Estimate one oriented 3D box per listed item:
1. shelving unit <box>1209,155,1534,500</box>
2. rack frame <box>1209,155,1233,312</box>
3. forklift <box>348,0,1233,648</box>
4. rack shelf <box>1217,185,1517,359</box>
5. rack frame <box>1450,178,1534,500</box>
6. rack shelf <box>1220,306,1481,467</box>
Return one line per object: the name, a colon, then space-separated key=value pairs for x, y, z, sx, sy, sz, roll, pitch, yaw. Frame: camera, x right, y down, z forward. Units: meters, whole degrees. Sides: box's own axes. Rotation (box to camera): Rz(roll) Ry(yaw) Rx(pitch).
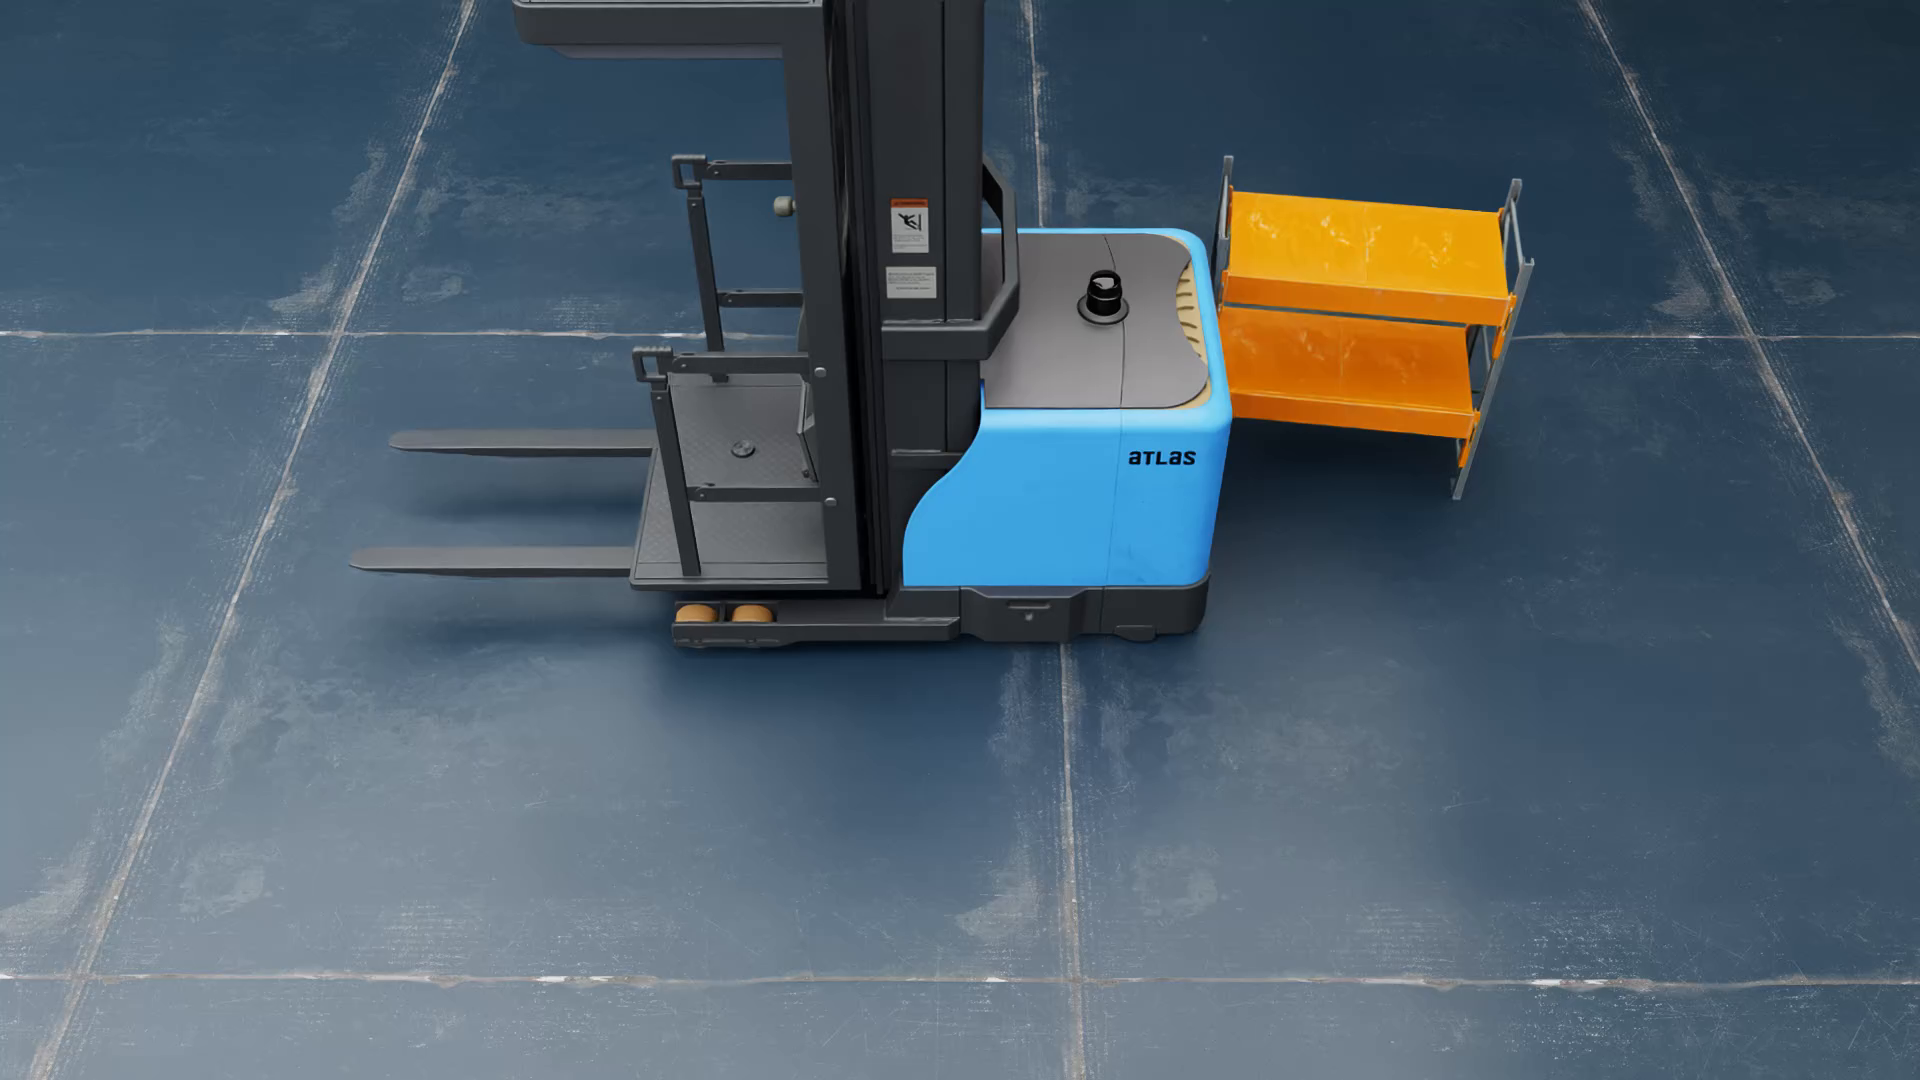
shelving unit: x=1.440 y=-0.772 z=6.200 sx=1.048 sy=1.125 sz=0.538 roll=6 pitch=47 yaw=5
rack frame: x=0.937 y=-0.824 z=6.248 sx=0.032 sy=1.125 sz=0.500 roll=6 pitch=47 yaw=5
forklift: x=-0.646 y=-1.004 z=5.182 sx=3.031 sy=2.935 sz=1.130 roll=0 pitch=47 yaw=0
rack shelf: x=1.440 y=-0.971 z=5.986 sx=1.000 sy=0.278 sz=0.538 roll=6 pitch=47 yaw=5
rack frame: x=1.943 y=-0.719 z=6.151 sx=0.032 sy=1.125 sz=0.500 roll=6 pitch=47 yaw=5
rack shelf: x=1.440 y=-0.605 z=6.379 sx=1.000 sy=0.278 sz=0.538 roll=6 pitch=47 yaw=5
